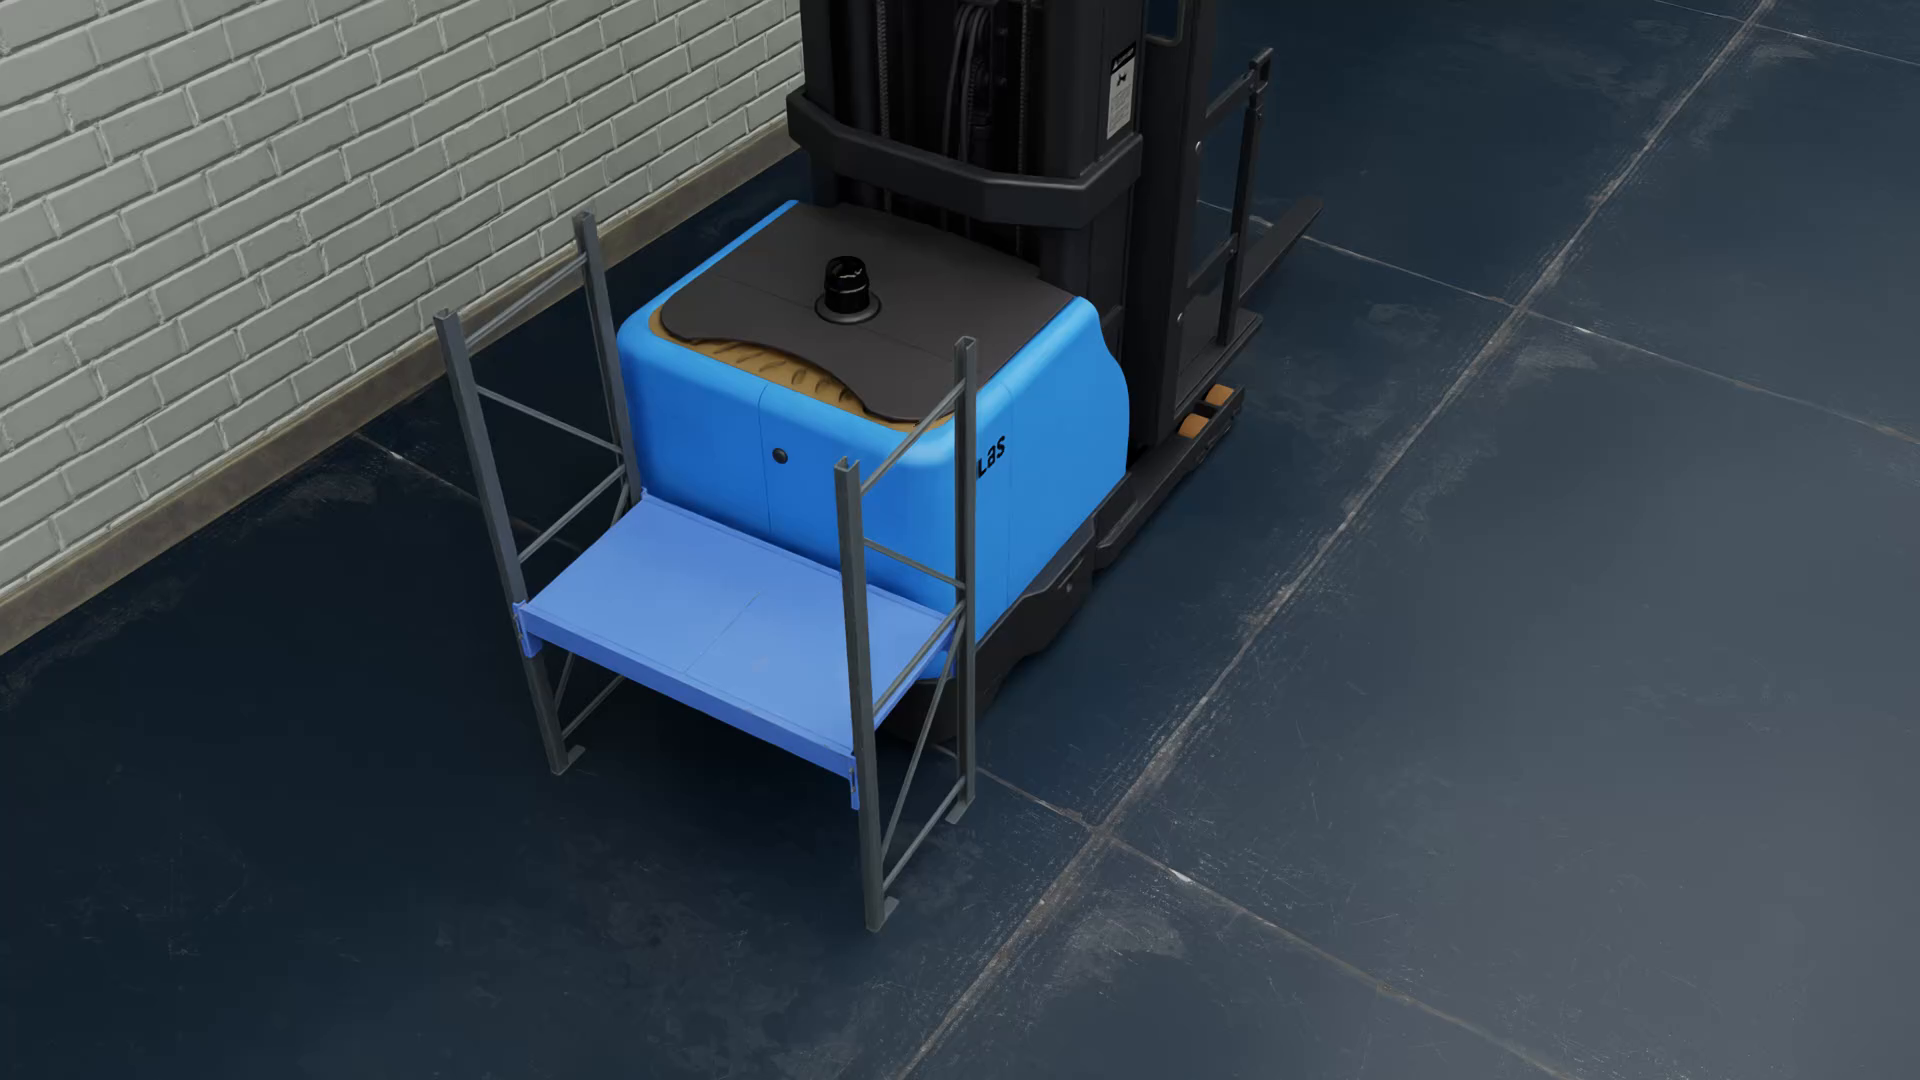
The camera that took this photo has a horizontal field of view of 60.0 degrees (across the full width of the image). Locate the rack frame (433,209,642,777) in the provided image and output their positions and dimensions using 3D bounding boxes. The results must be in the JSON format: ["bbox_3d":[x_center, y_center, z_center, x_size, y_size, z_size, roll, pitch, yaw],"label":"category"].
[{"bbox_3d":[-0.981,-0.061,4.191,0.032,1.500,0.500,21,46,22],"label":"rack frame"}]

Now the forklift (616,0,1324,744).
[{"bbox_3d":[0.307,-1.497,4.725,1.130,2.935,3.031,23,47,23],"label":"forklift"}]

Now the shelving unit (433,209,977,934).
[{"bbox_3d":[-0.540,0.108,4.002,1.048,1.500,0.538,21,46,22],"label":"shelving unit"}]

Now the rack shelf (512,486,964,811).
[{"bbox_3d":[-0.540,0.241,4.123,1.000,0.185,0.538,21,46,22],"label":"rack shelf"}]

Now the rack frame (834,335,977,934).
[{"bbox_3d":[-0.100,0.277,3.813,0.032,1.500,0.500,21,46,22],"label":"rack frame"}]
